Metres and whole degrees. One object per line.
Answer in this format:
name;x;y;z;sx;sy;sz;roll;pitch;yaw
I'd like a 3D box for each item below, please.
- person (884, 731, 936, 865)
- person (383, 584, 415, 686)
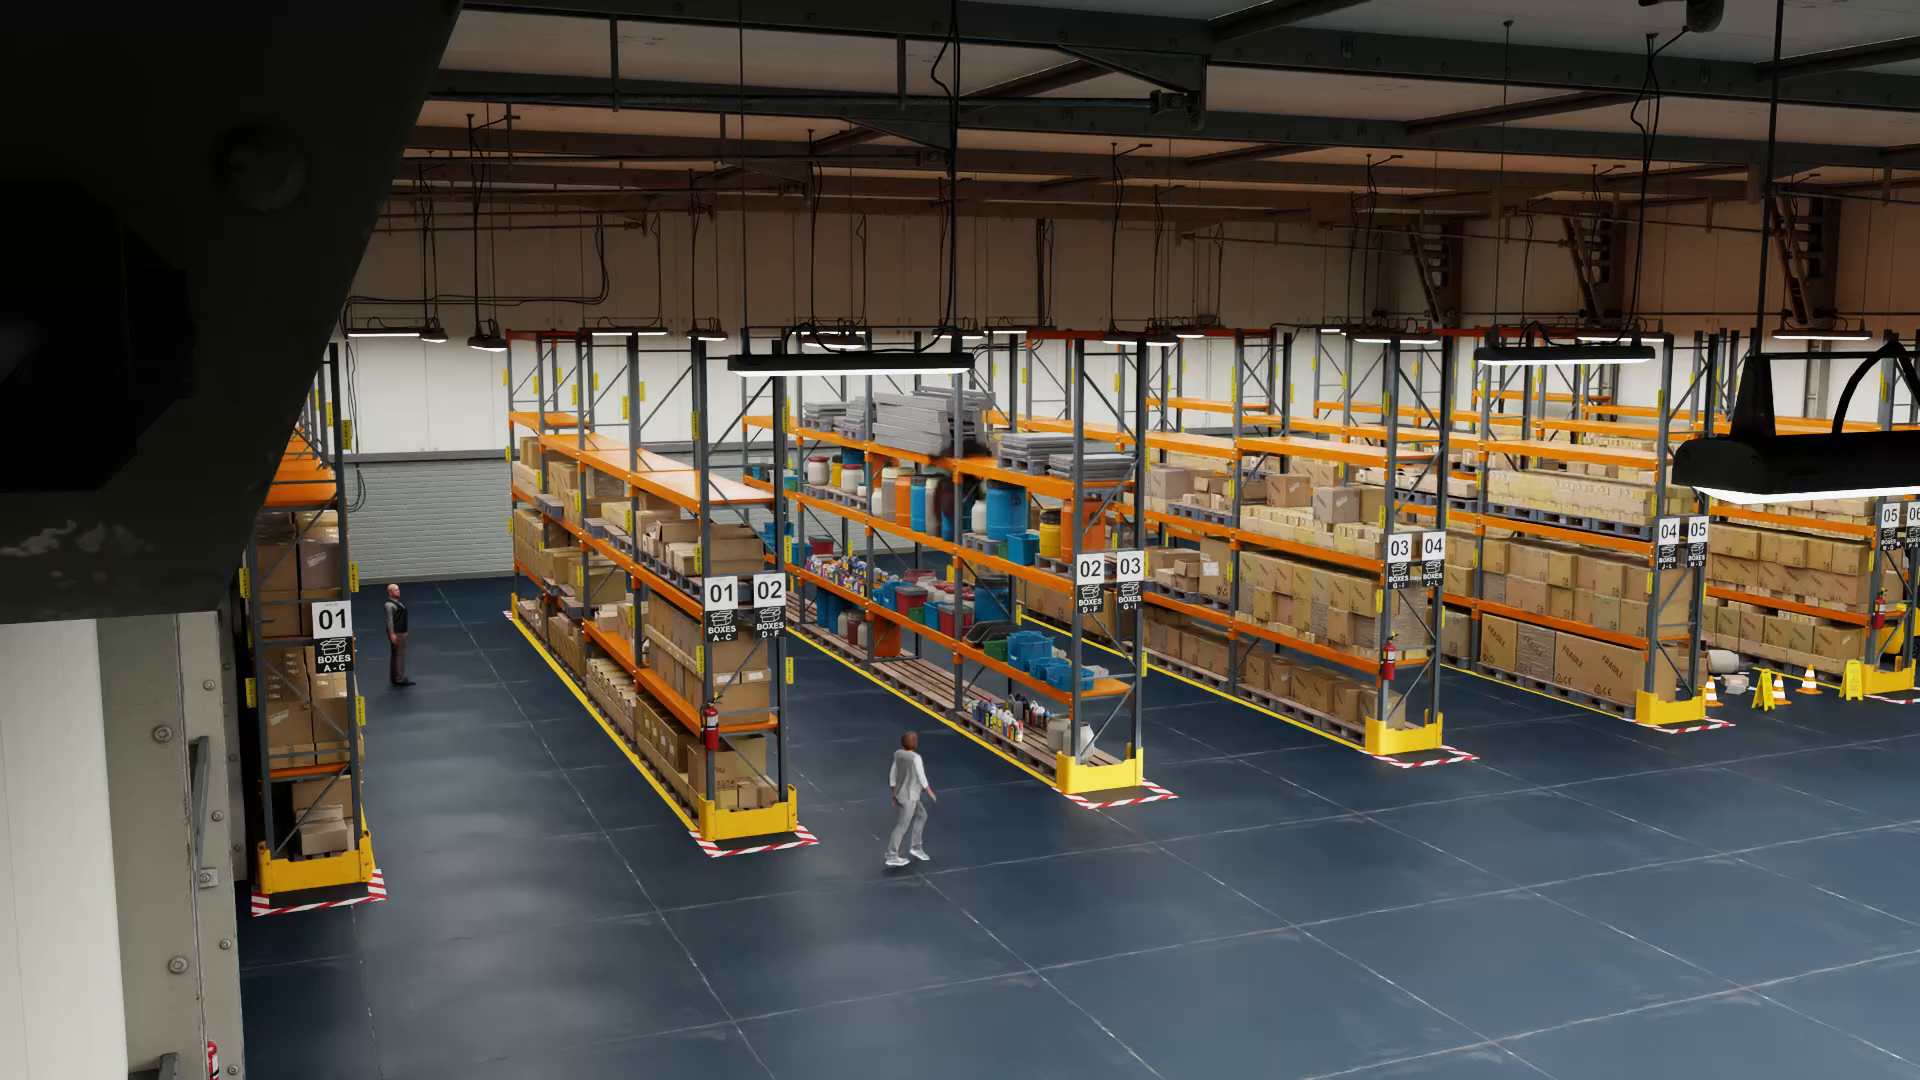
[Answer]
person;-0.577;3.008;19.057;0.609;1.516;0.404;-2;8;-18
person;-9.634;1.611;28.535;0.449;1.729;0.555;-2;8;-18
